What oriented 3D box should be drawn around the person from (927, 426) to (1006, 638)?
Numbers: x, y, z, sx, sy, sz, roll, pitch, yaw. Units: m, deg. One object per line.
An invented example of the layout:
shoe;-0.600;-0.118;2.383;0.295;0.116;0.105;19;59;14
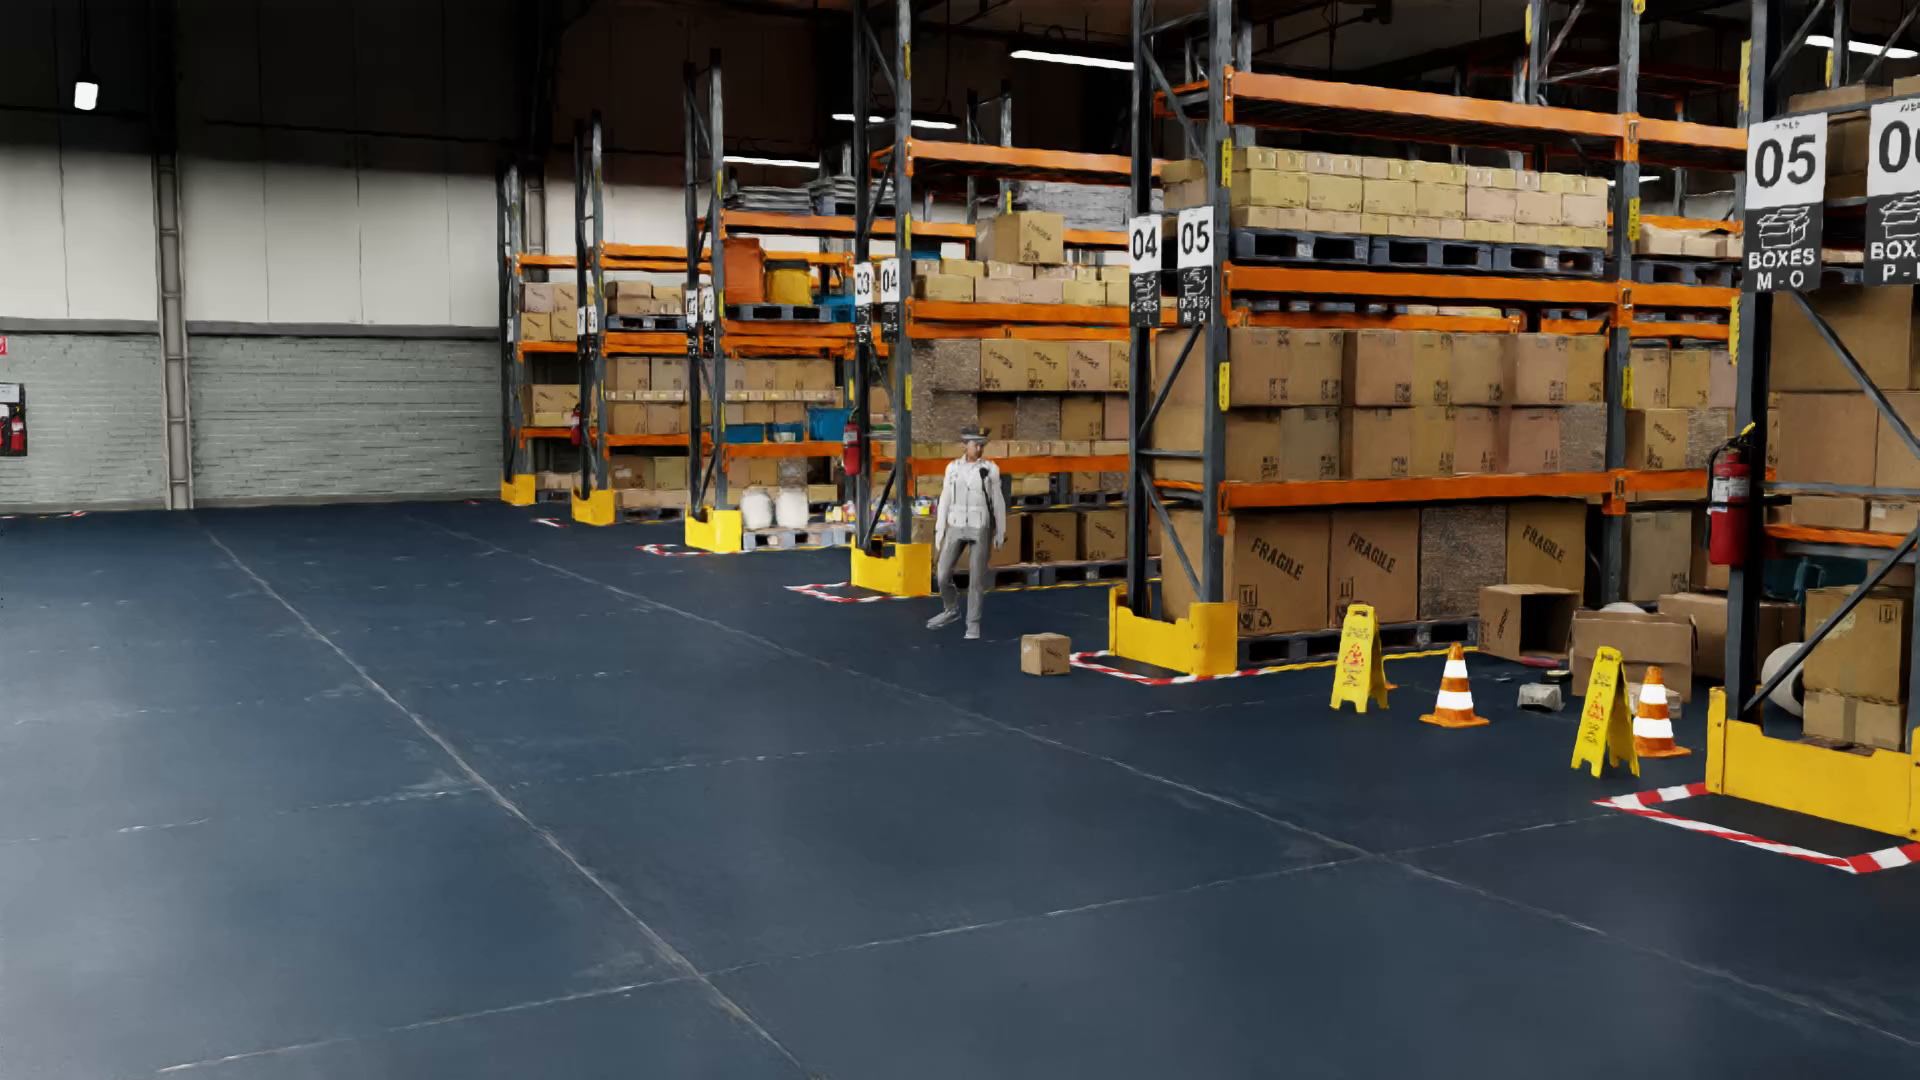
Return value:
person;0.037;-0.068;13.045;0.650;1.659;0.442;1;5;11
